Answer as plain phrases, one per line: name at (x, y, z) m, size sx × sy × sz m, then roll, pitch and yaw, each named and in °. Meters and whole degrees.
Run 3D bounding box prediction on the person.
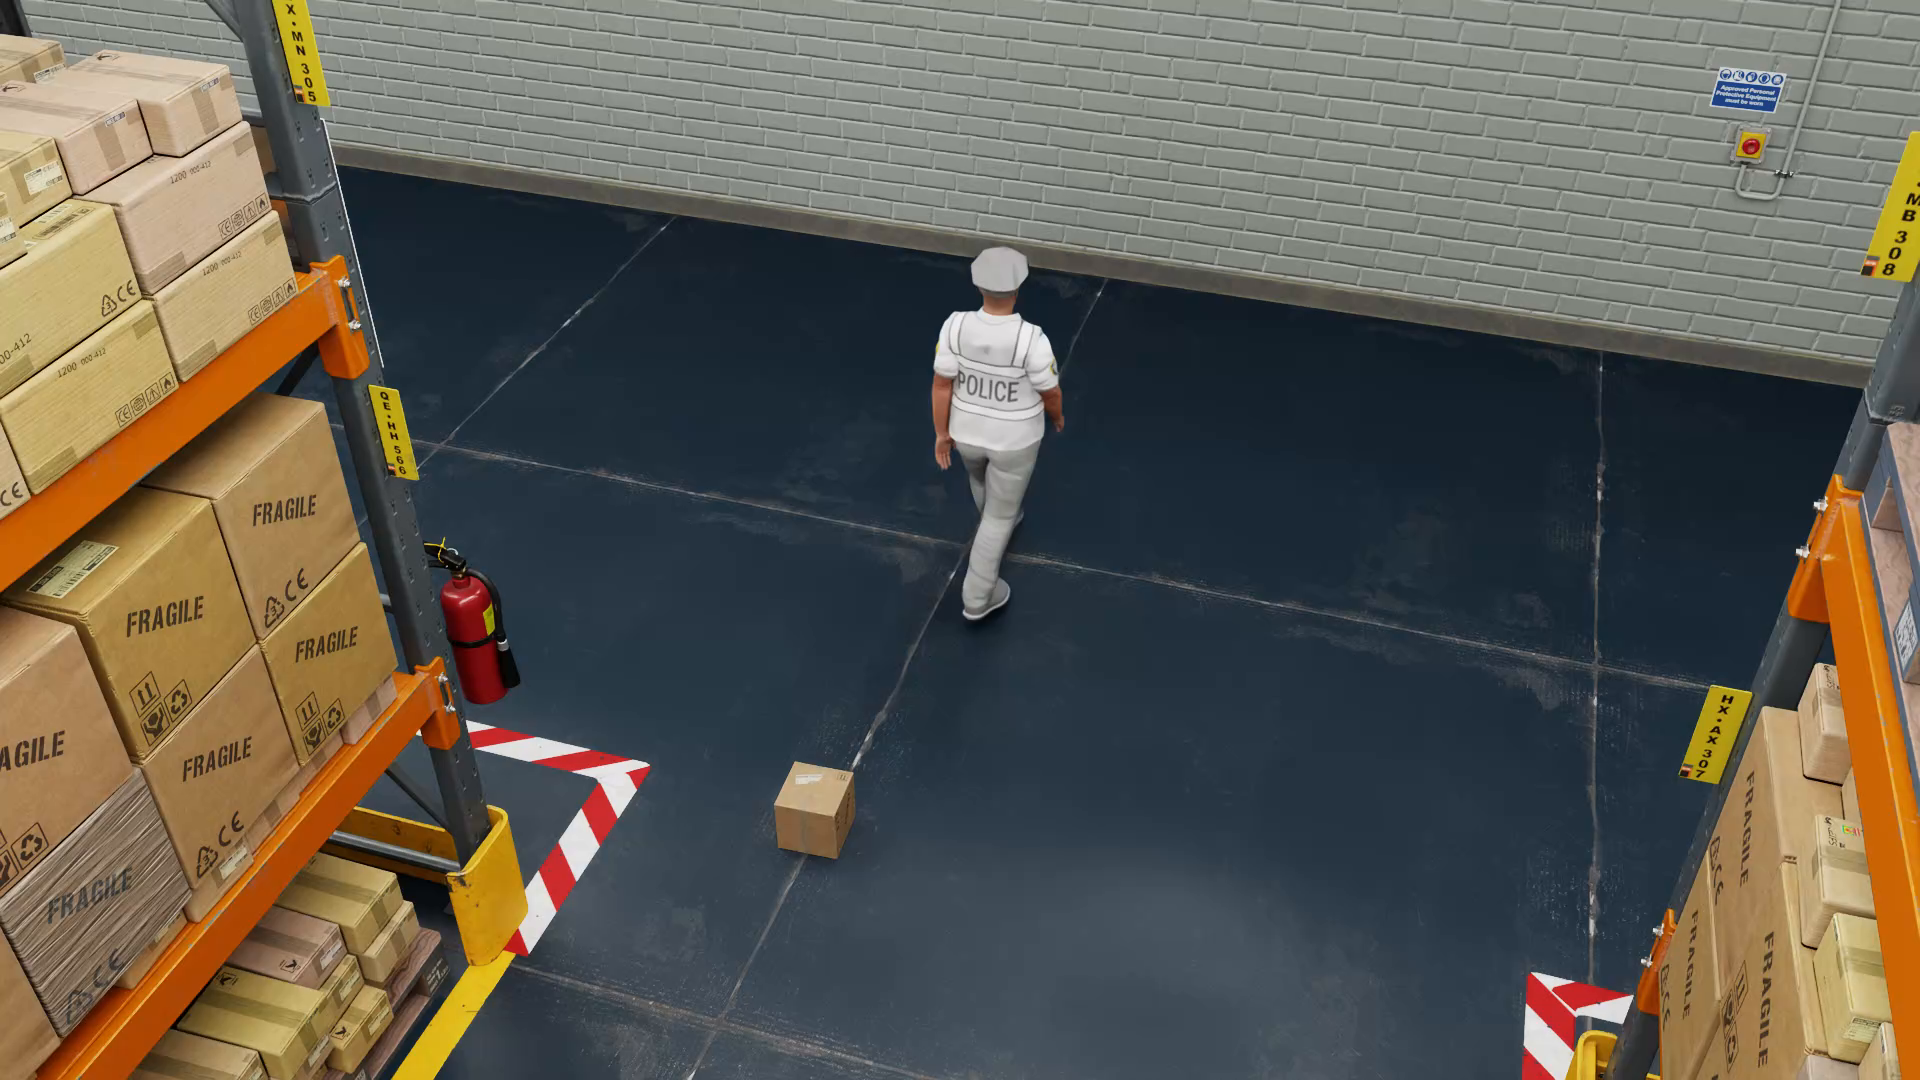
person at (0.211, -0.556, 7.597) m, size 0.550 × 1.734 × 0.965 m, roll 16°, pitch 40°, yaw 20°
